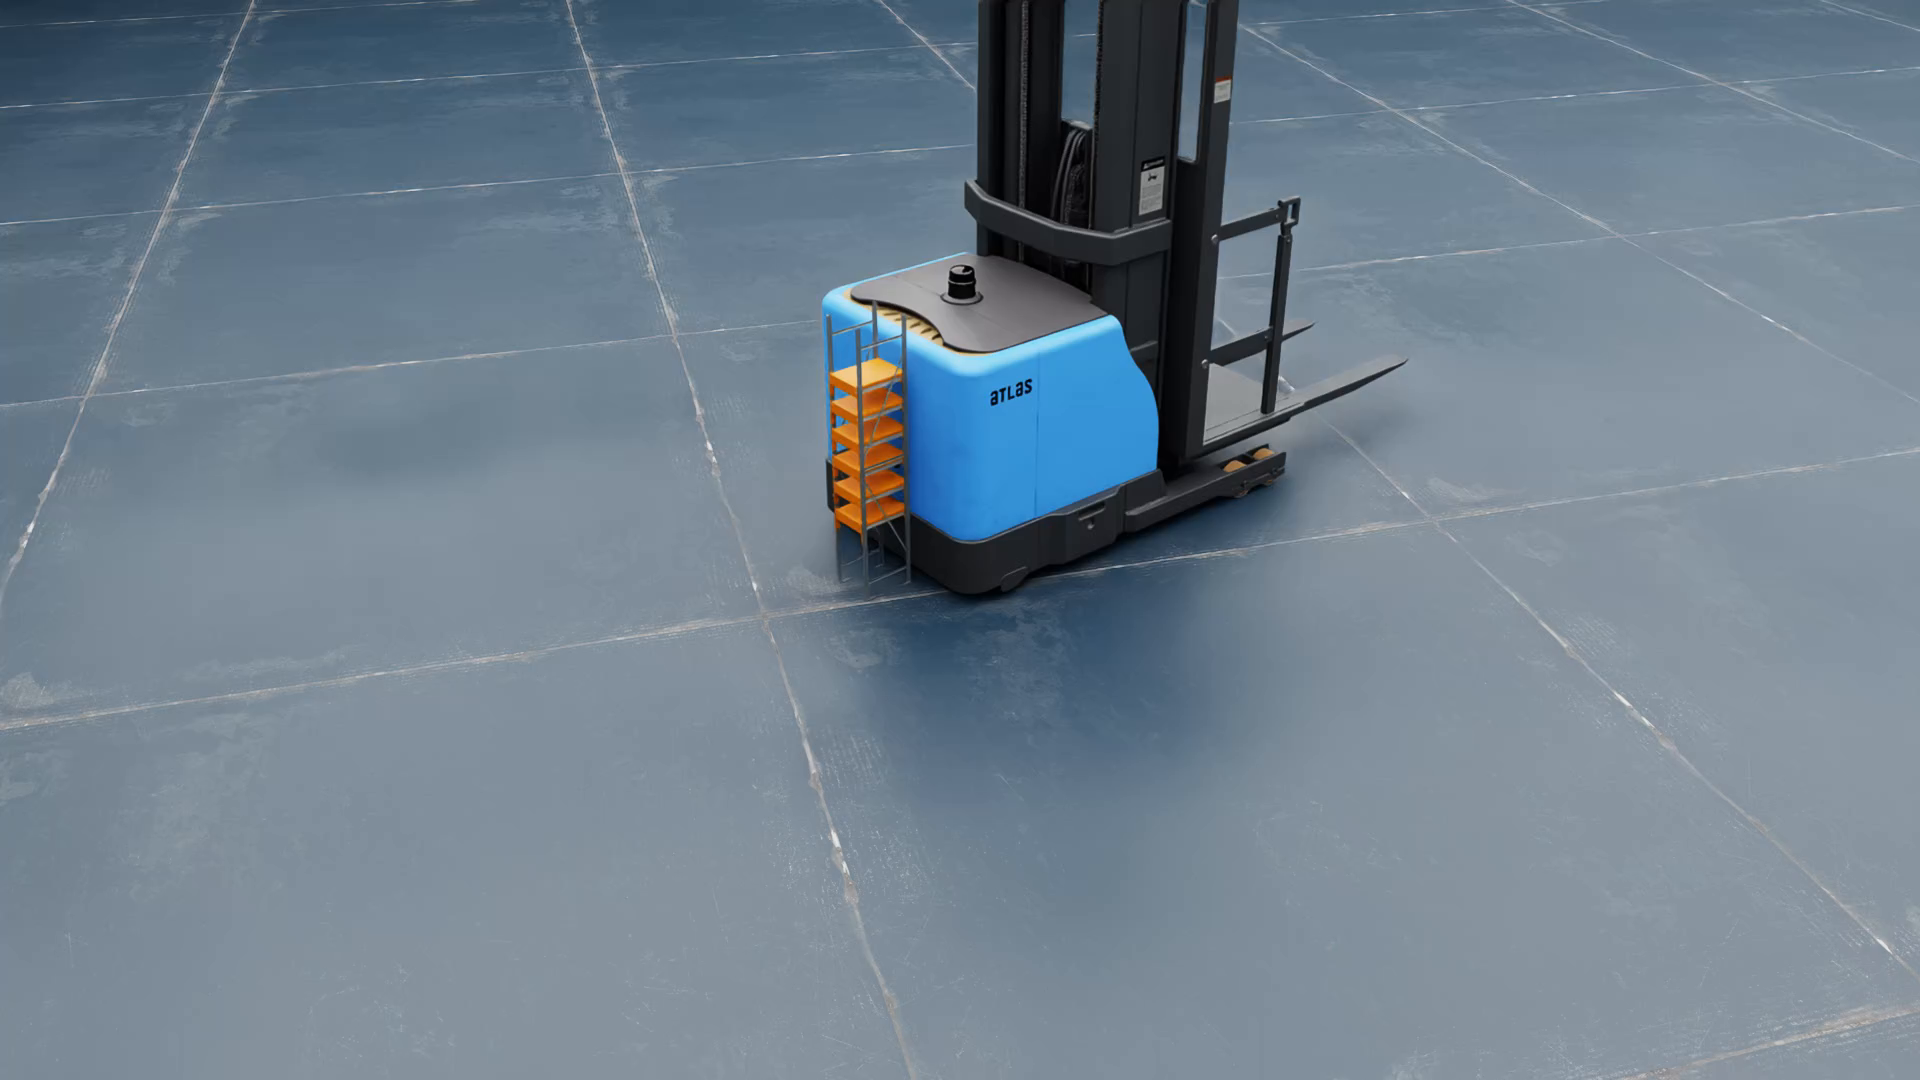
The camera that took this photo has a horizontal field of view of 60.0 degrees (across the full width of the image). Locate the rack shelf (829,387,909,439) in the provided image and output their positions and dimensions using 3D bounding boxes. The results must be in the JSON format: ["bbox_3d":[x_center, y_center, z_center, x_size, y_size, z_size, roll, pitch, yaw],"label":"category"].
[{"bbox_3d":[-0.357,-0.509,6.541,0.258,0.103,0.180,-23,37,-34],"label":"rack shelf"}]

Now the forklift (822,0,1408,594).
[{"bbox_3d":[0.877,-1.646,7.167,3.031,2.935,1.130,-22,37,-33],"label":"forklift"}]

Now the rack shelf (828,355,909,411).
[{"bbox_3d":[-0.357,-0.612,6.480,0.258,0.103,0.180,-23,37,-34],"label":"rack shelf"}]

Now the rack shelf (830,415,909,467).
[{"bbox_3d":[-0.357,-0.405,6.601,0.258,0.103,0.180,-23,37,-34],"label":"rack shelf"}]

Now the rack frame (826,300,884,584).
[{"bbox_3d":[-0.416,-0.374,6.699,0.240,1.200,0.006,-23,37,-34],"label":"rack frame"}]

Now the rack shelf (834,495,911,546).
[{"bbox_3d":[-0.357,-0.093,6.781,0.258,0.103,0.180,-23,37,-34],"label":"rack shelf"}]

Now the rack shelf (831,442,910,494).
[{"bbox_3d":[-0.357,-0.301,6.661,0.258,0.103,0.180,-23,37,-34],"label":"rack shelf"}]

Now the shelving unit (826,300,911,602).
[{"bbox_3d":[-0.357,-0.339,6.639,0.258,1.200,0.189,-23,37,-34],"label":"shelving unit"}]

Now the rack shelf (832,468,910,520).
[{"bbox_3d":[-0.357,-0.197,6.721,0.258,0.103,0.180,-23,37,-34],"label":"rack shelf"}]

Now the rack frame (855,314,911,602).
[{"bbox_3d":[-0.298,-0.304,6.578,0.240,1.200,0.006,-23,37,-34],"label":"rack frame"}]
